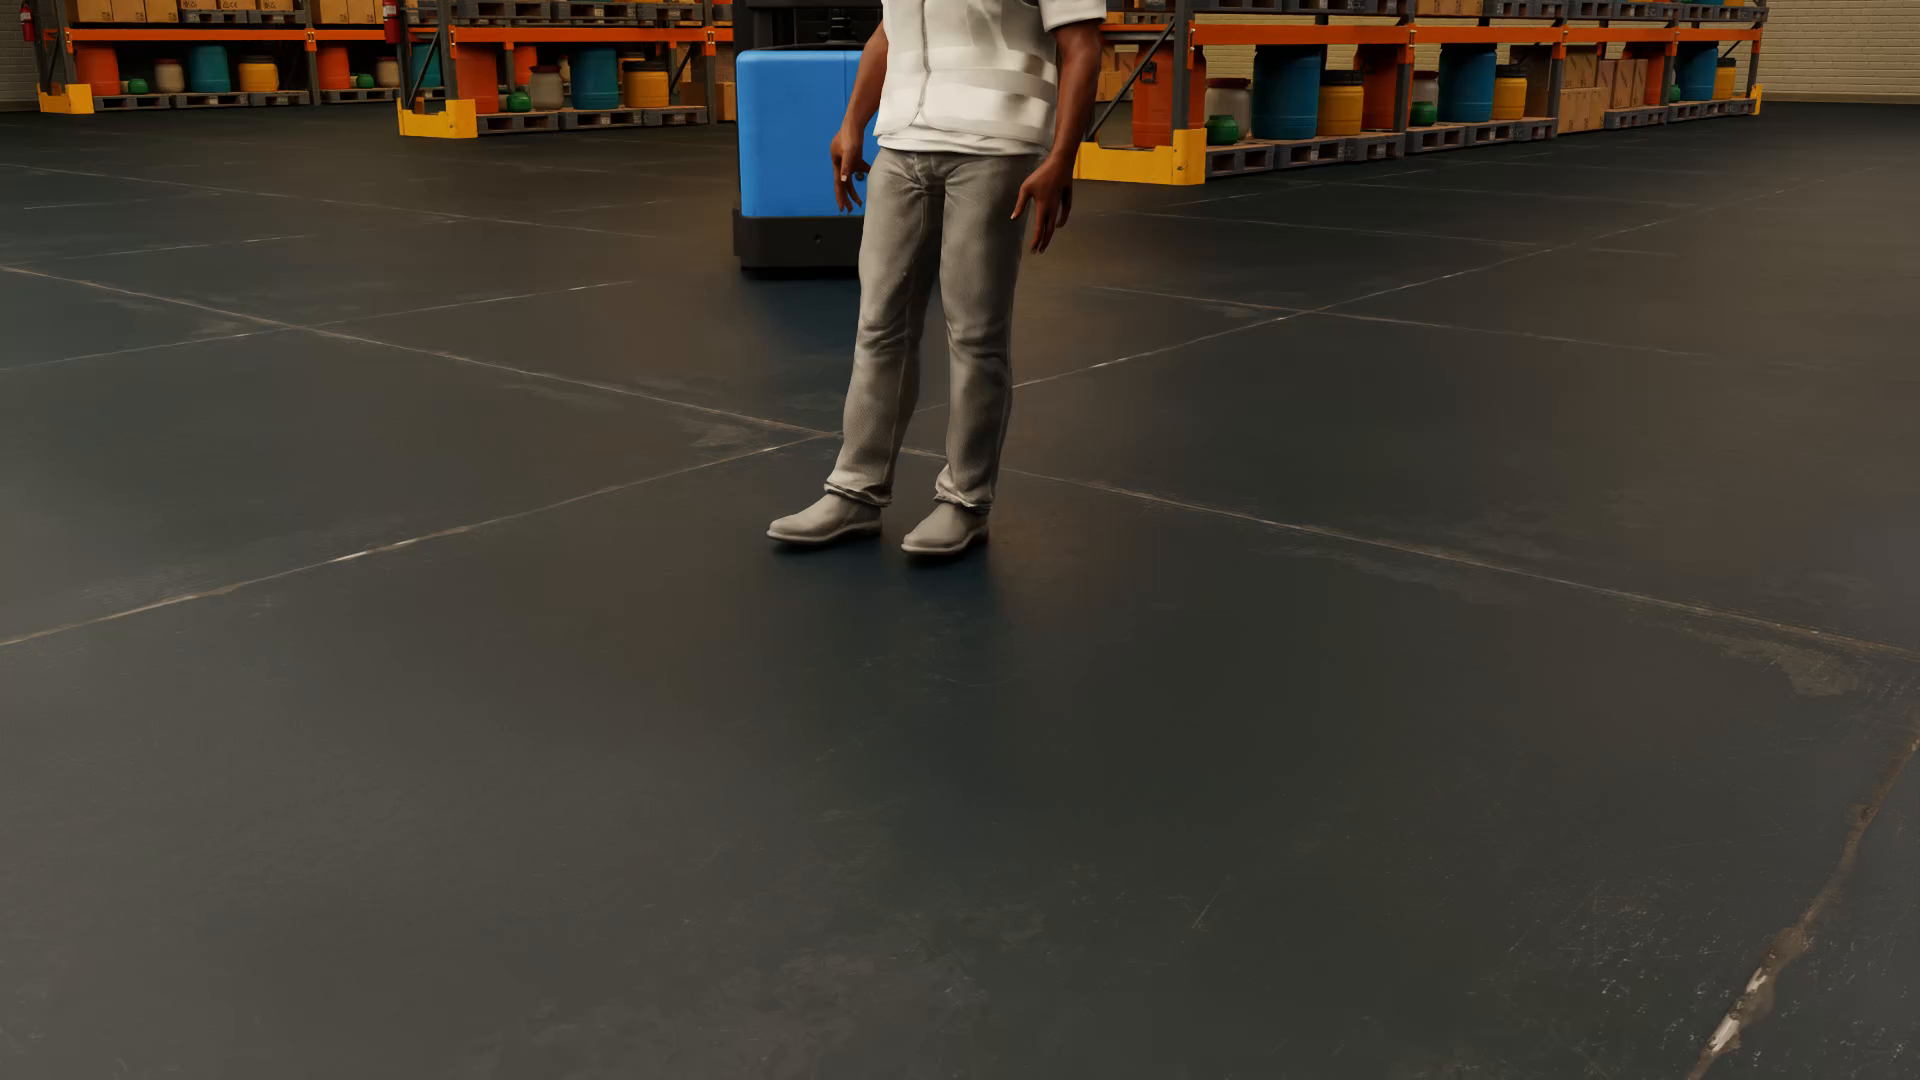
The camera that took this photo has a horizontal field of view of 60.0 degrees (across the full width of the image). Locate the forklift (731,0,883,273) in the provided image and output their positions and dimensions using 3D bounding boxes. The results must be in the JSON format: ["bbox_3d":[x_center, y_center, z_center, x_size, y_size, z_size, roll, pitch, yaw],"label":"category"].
[{"bbox_3d":[-0.705,-3.098,9.101,1.130,2.935,3.031,-2,17,-6],"label":"forklift"}]

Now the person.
[{"bbox_3d":[-0.049,-0.838,3.636,0.665,1.765,0.577,13,21,37],"label":"person"}]
